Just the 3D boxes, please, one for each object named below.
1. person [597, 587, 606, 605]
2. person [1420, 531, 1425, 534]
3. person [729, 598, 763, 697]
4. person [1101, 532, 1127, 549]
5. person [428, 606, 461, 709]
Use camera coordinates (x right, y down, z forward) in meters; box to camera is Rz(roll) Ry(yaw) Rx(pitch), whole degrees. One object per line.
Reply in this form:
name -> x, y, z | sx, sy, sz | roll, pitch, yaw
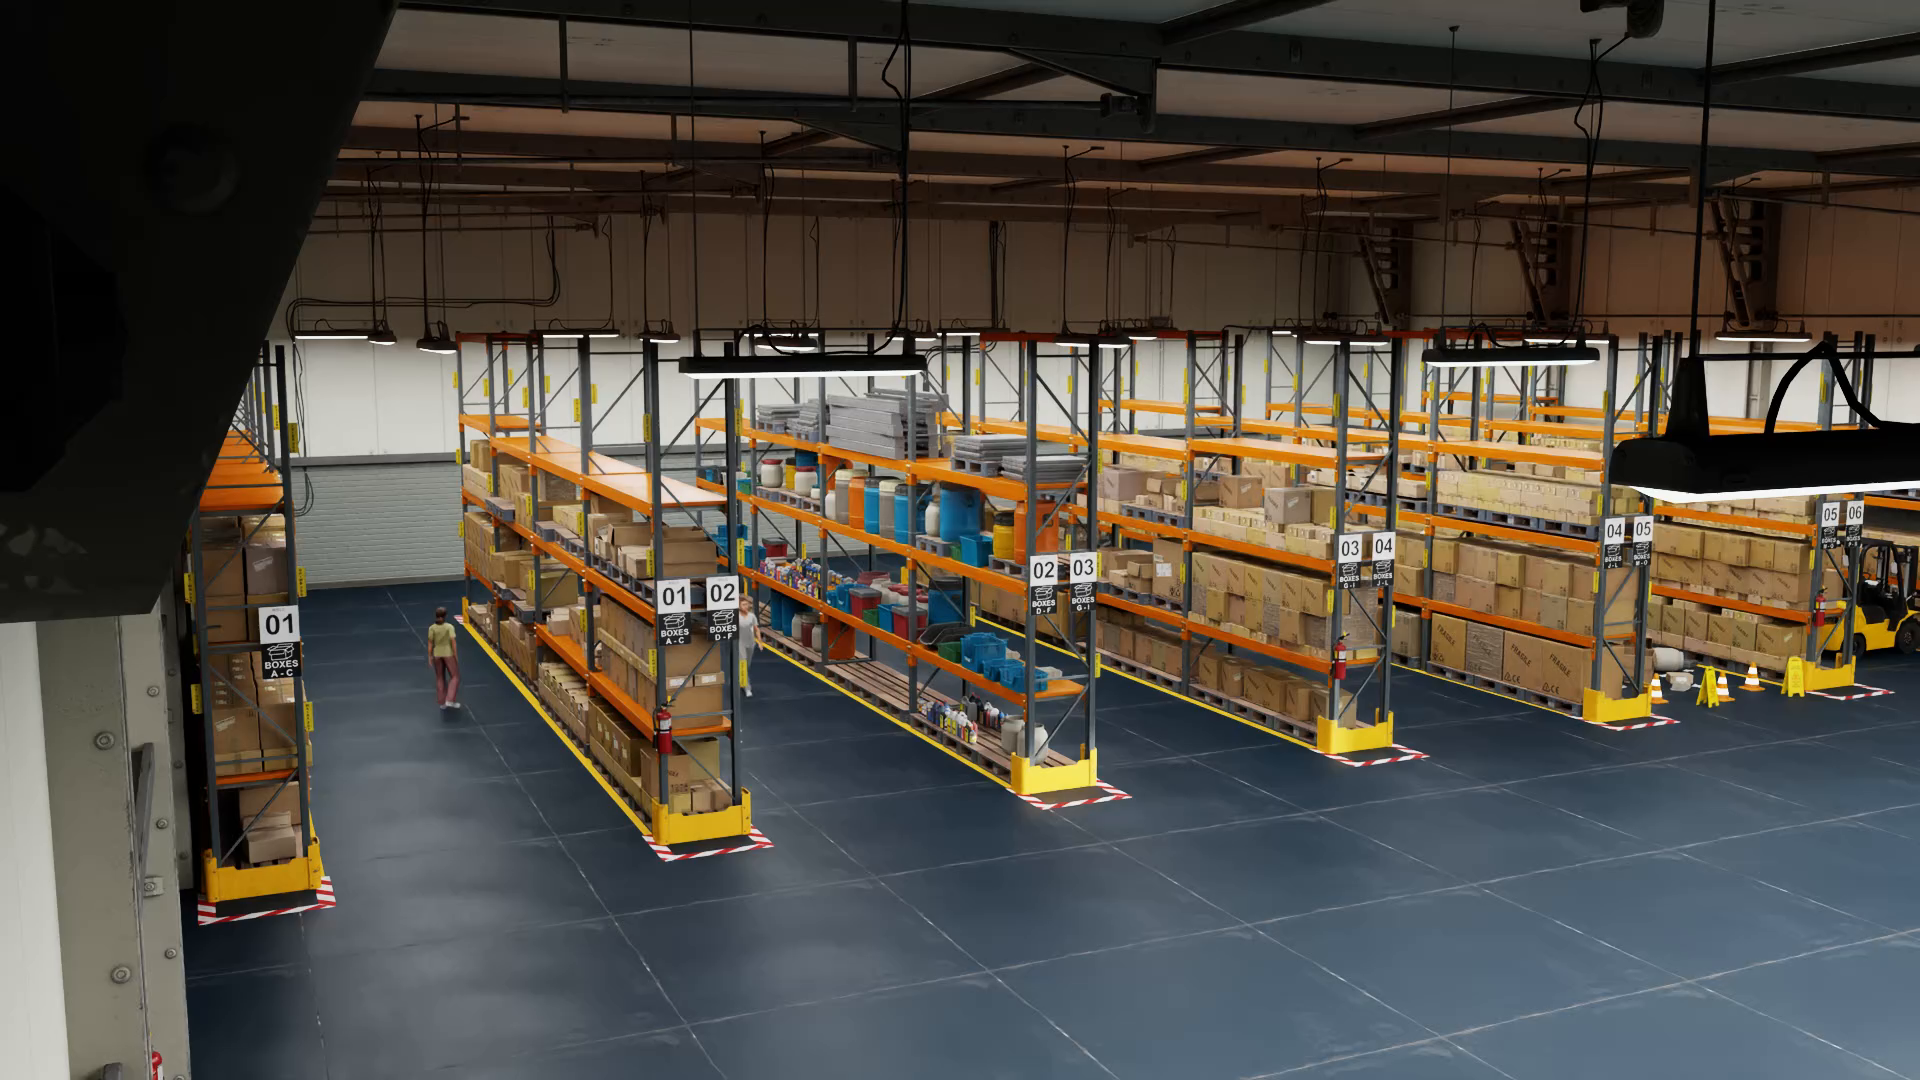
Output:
person -> -6.829, 1.241, 31.938 | 0.510, 1.572, 1.053 | -4, 9, -26
person -> 9.898, 0.688, 35.368 | 0.463, 1.773, 0.569 | 5, 9, 33
person -> -3.597, 1.766, 27.887 | 0.508, 1.603, 1.064 | -3, 8, -23
person -> 4.063, -0.328, 43.698 | 0.984, 1.543, 0.434 | 1, 8, 9
person -> -8.321, 1.907, 26.798 | 0.490, 1.668, 0.507 | 0, 8, 1
